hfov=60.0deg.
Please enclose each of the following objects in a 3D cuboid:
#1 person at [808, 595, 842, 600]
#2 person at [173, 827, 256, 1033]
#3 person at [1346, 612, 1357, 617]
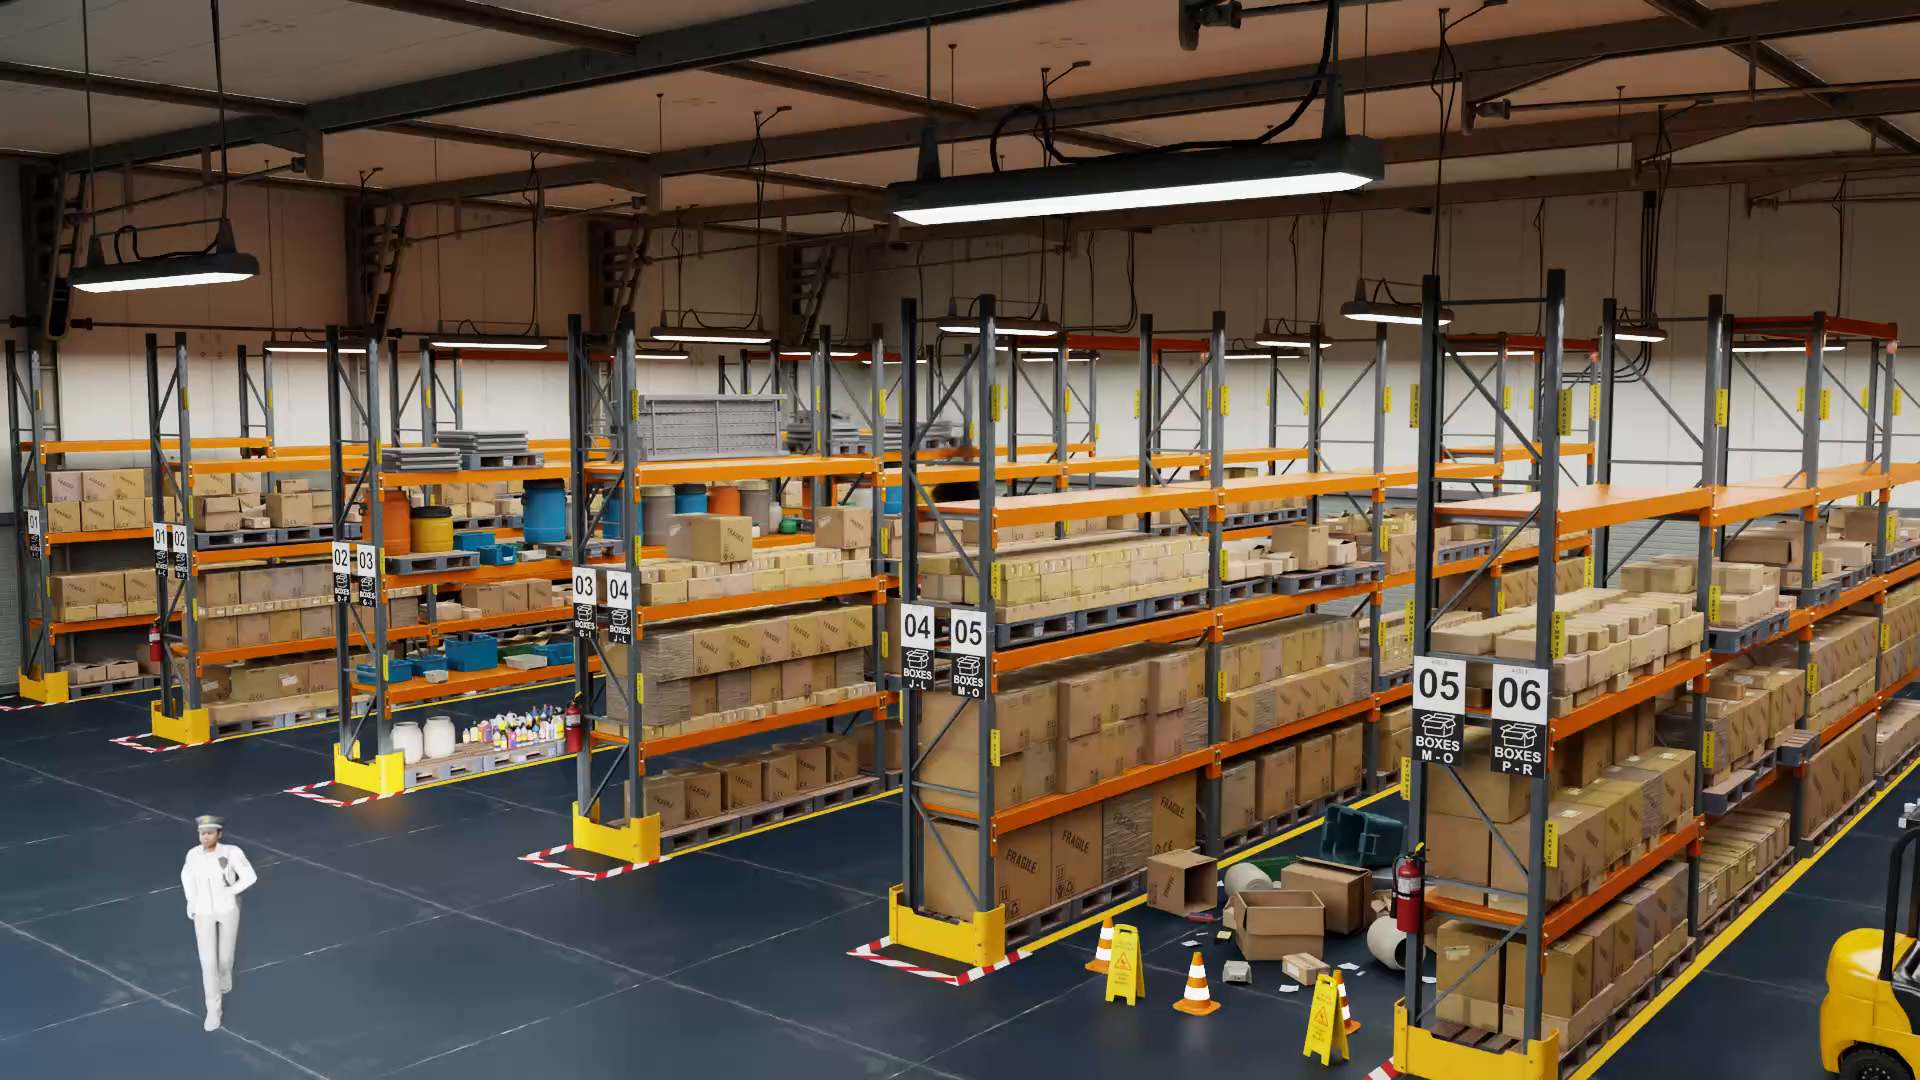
[{"bbox_3d":[-2.693,1.409,32.098,0.703,1.729,0.638,3,6,31],"label":"person"},{"bbox_3d":[-6.056,3.133,13.517,0.615,1.667,0.508,-2,5,-17],"label":"person"},{"bbox_3d":[6.066,1.972,25.831,0.709,1.737,0.757,4,6,37],"label":"person"}]
